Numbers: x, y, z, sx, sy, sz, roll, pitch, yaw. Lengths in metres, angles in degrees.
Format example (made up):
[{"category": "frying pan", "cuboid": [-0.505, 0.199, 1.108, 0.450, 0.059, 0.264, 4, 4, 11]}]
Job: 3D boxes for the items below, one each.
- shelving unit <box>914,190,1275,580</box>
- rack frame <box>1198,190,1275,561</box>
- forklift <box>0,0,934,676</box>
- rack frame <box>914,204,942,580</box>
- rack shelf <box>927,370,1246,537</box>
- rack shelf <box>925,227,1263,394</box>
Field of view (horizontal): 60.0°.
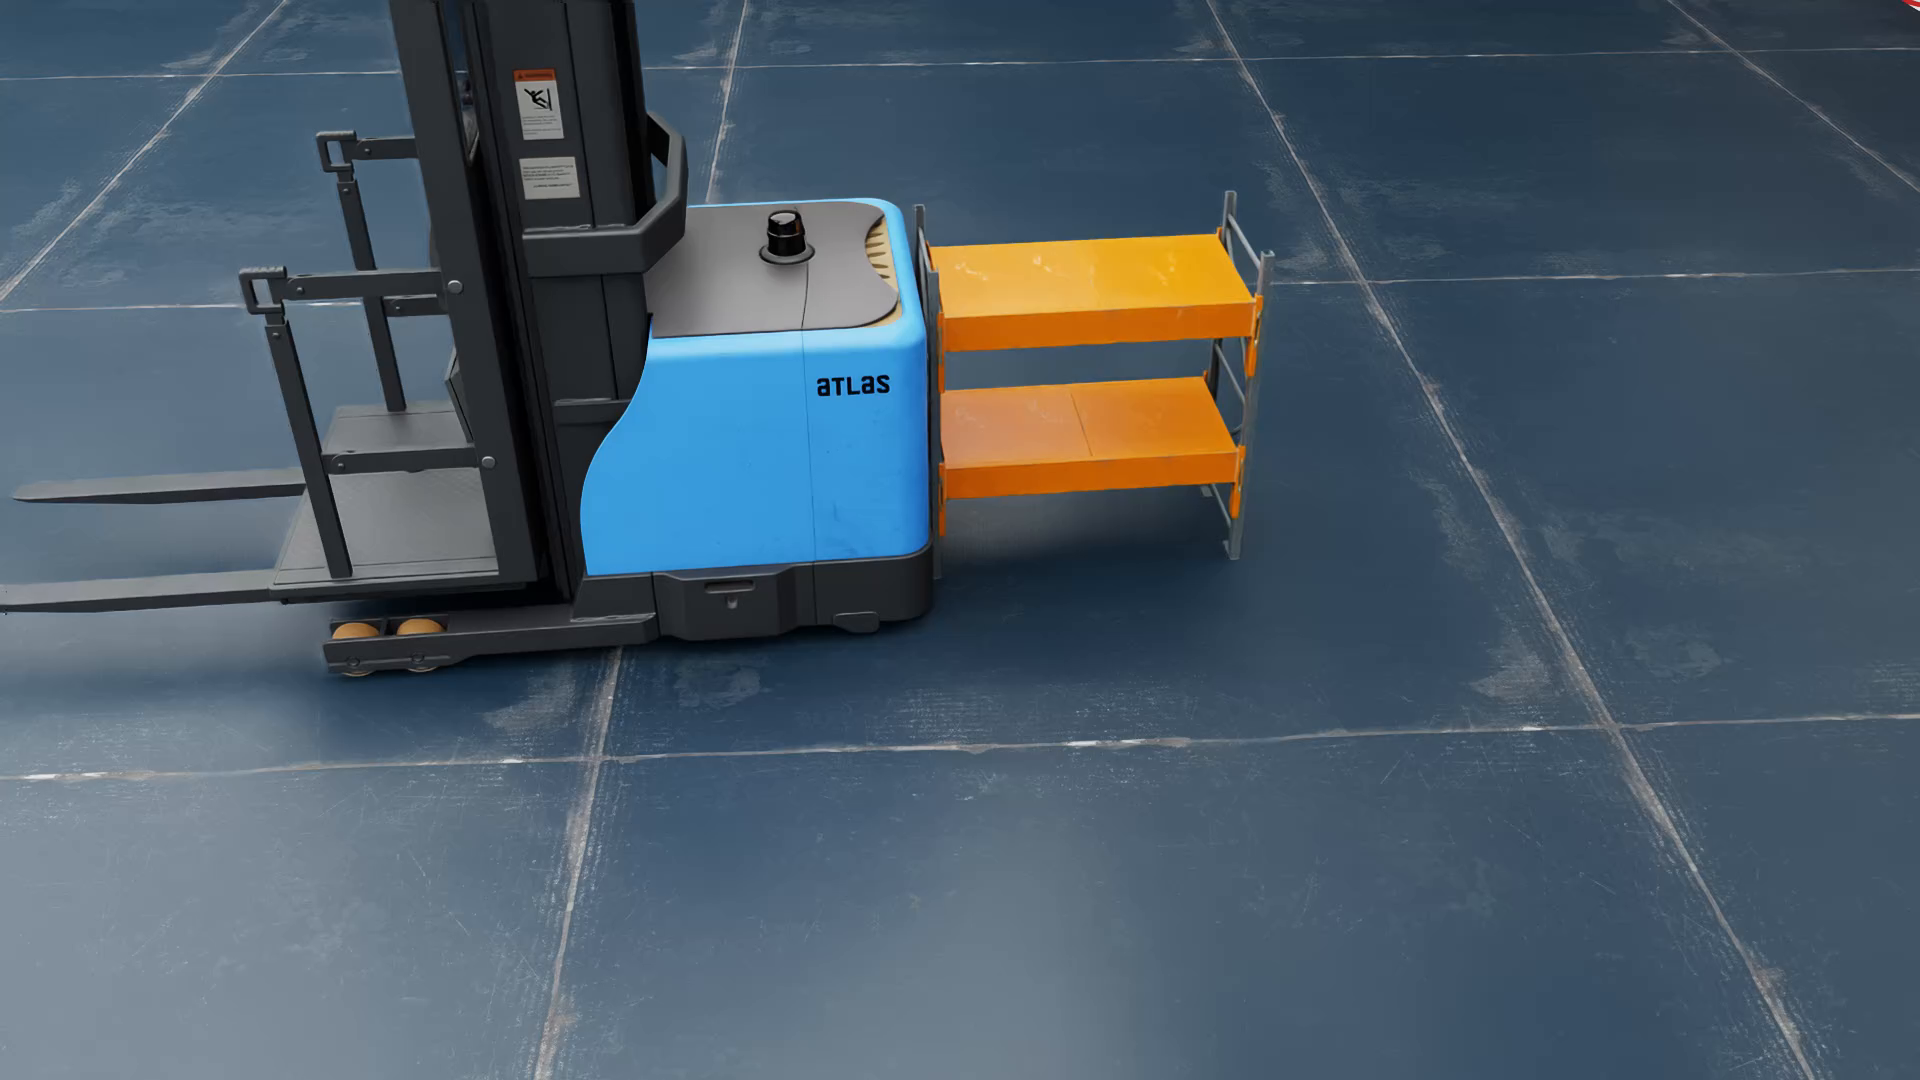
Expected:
[{"category": "shelving unit", "cuboid": [0.401, -0.503, 5.488, 1.048, 1.125, 0.538, -4, 35, -5]}, {"category": "rack frame", "cuboid": [0.906, -0.535, 5.534, 0.032, 1.125, 0.500, -4, 35, -5]}, {"category": "forklift", "cuboid": [-1.637, -1.102, 4.766, 3.031, 2.935, 1.130, -4, 35, -5]}, {"category": "rack frame", "cuboid": [-0.104, -0.471, 5.442, 0.032, 1.125, 0.500, -4, 35, -5]}, {"category": "rack shelf", "cuboid": [0.401, -0.302, 5.627, 1.000, 0.278, 0.538, -4, 35, -5]}, {"category": "rack shelf", "cuboid": [0.401, -0.743, 5.321, 1.000, 0.278, 0.538, -4, 35, -5]}]
